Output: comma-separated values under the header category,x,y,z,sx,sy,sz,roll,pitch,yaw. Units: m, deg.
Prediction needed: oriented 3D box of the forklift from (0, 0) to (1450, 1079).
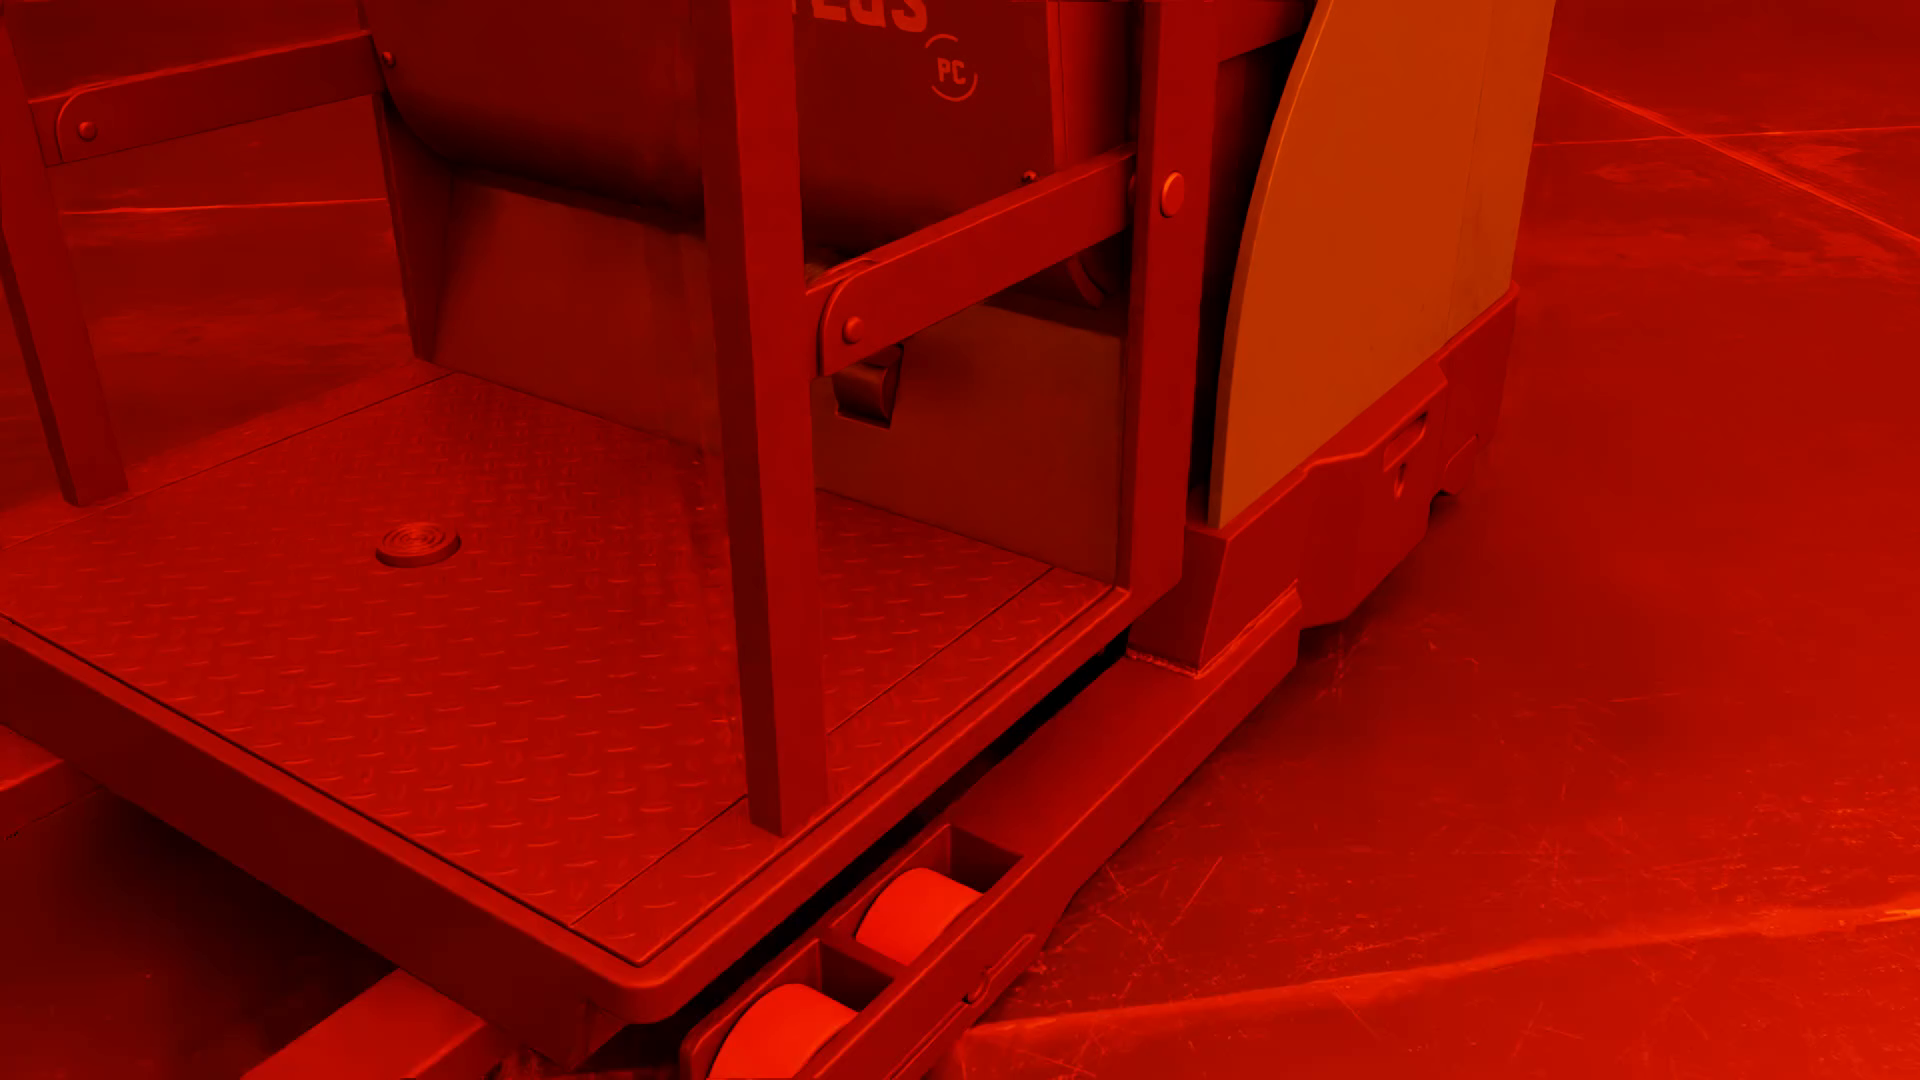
category,x,y,z,sx,sy,sz,roll,pitch,yaw
forklift,-0.269,-0.962,1.187,1.130,2.935,3.031,11,30,20
